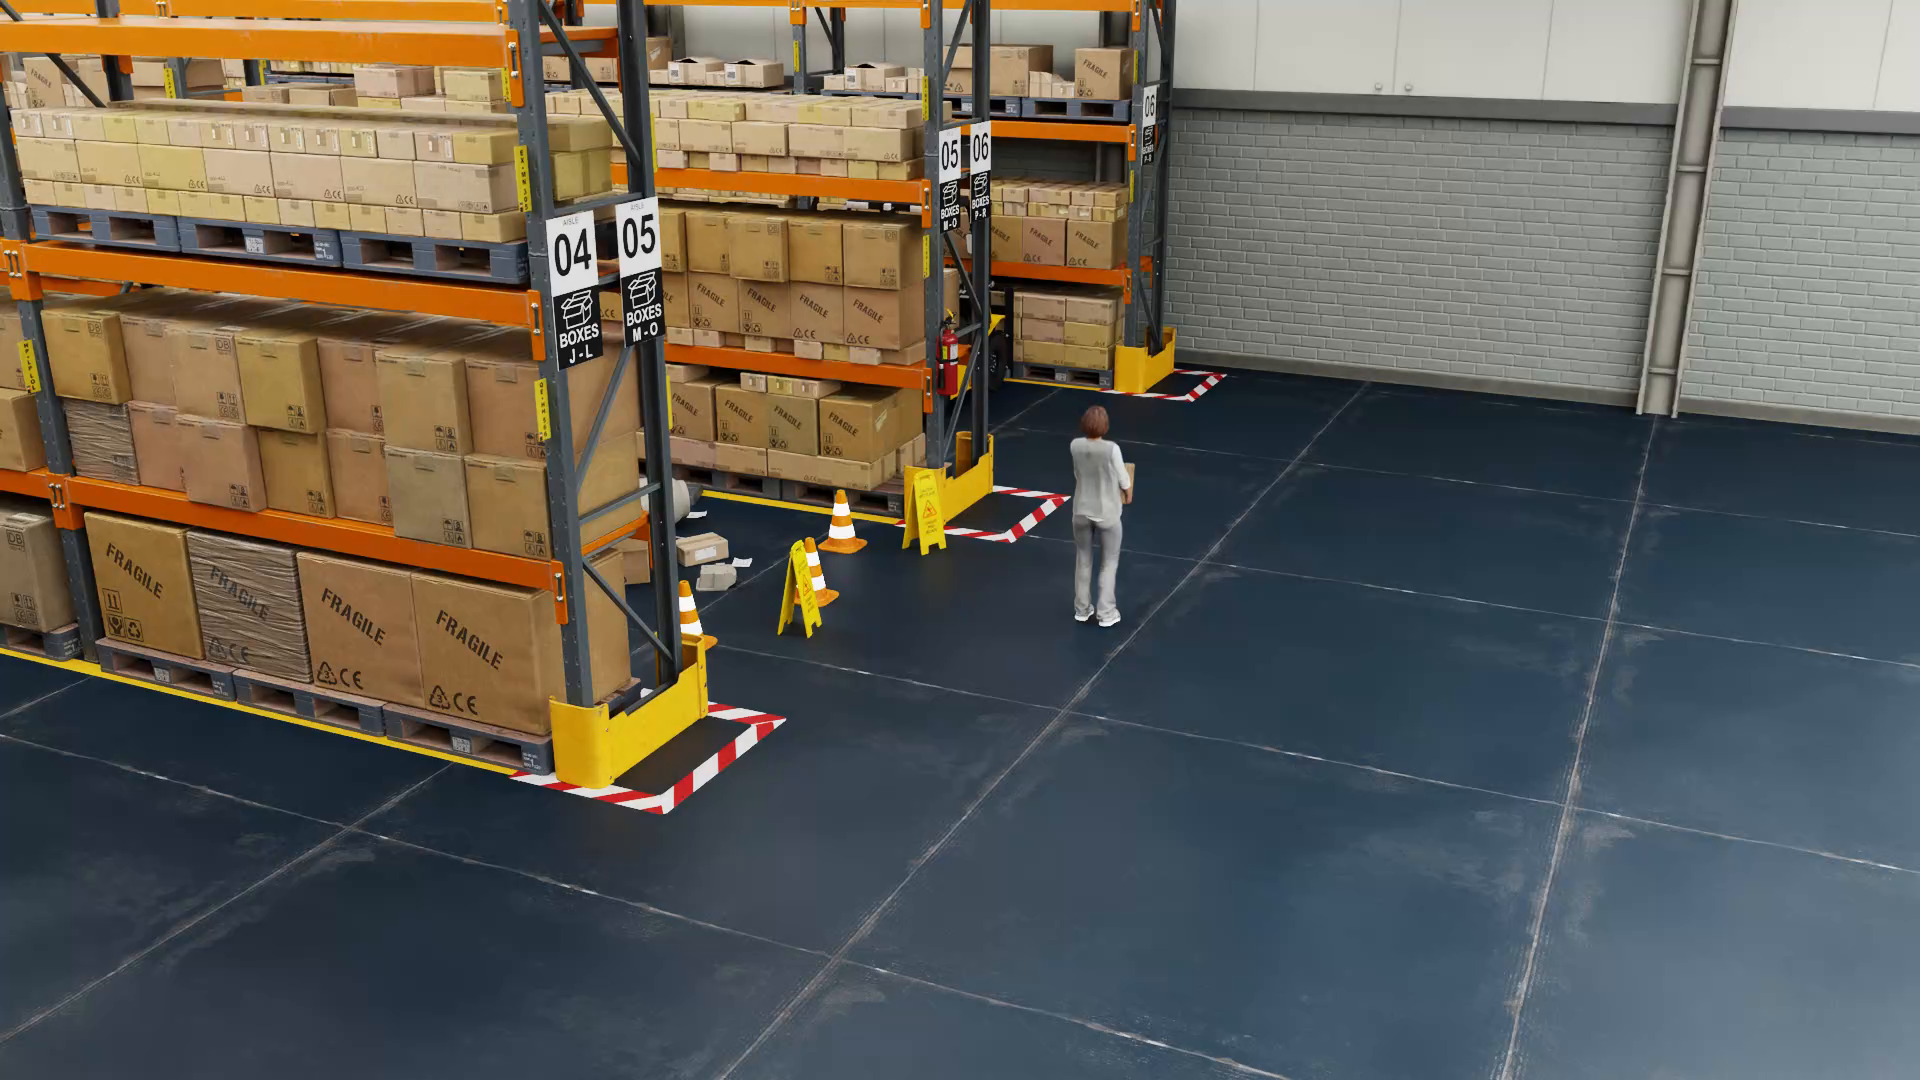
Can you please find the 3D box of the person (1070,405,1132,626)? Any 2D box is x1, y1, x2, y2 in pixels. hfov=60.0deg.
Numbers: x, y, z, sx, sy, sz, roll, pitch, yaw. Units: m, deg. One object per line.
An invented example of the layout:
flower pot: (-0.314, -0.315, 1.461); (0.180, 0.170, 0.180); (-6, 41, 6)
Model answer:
person: (0.989, -0.196, 11.649); (0.405, 1.595, 0.490); (9, 21, 24)
